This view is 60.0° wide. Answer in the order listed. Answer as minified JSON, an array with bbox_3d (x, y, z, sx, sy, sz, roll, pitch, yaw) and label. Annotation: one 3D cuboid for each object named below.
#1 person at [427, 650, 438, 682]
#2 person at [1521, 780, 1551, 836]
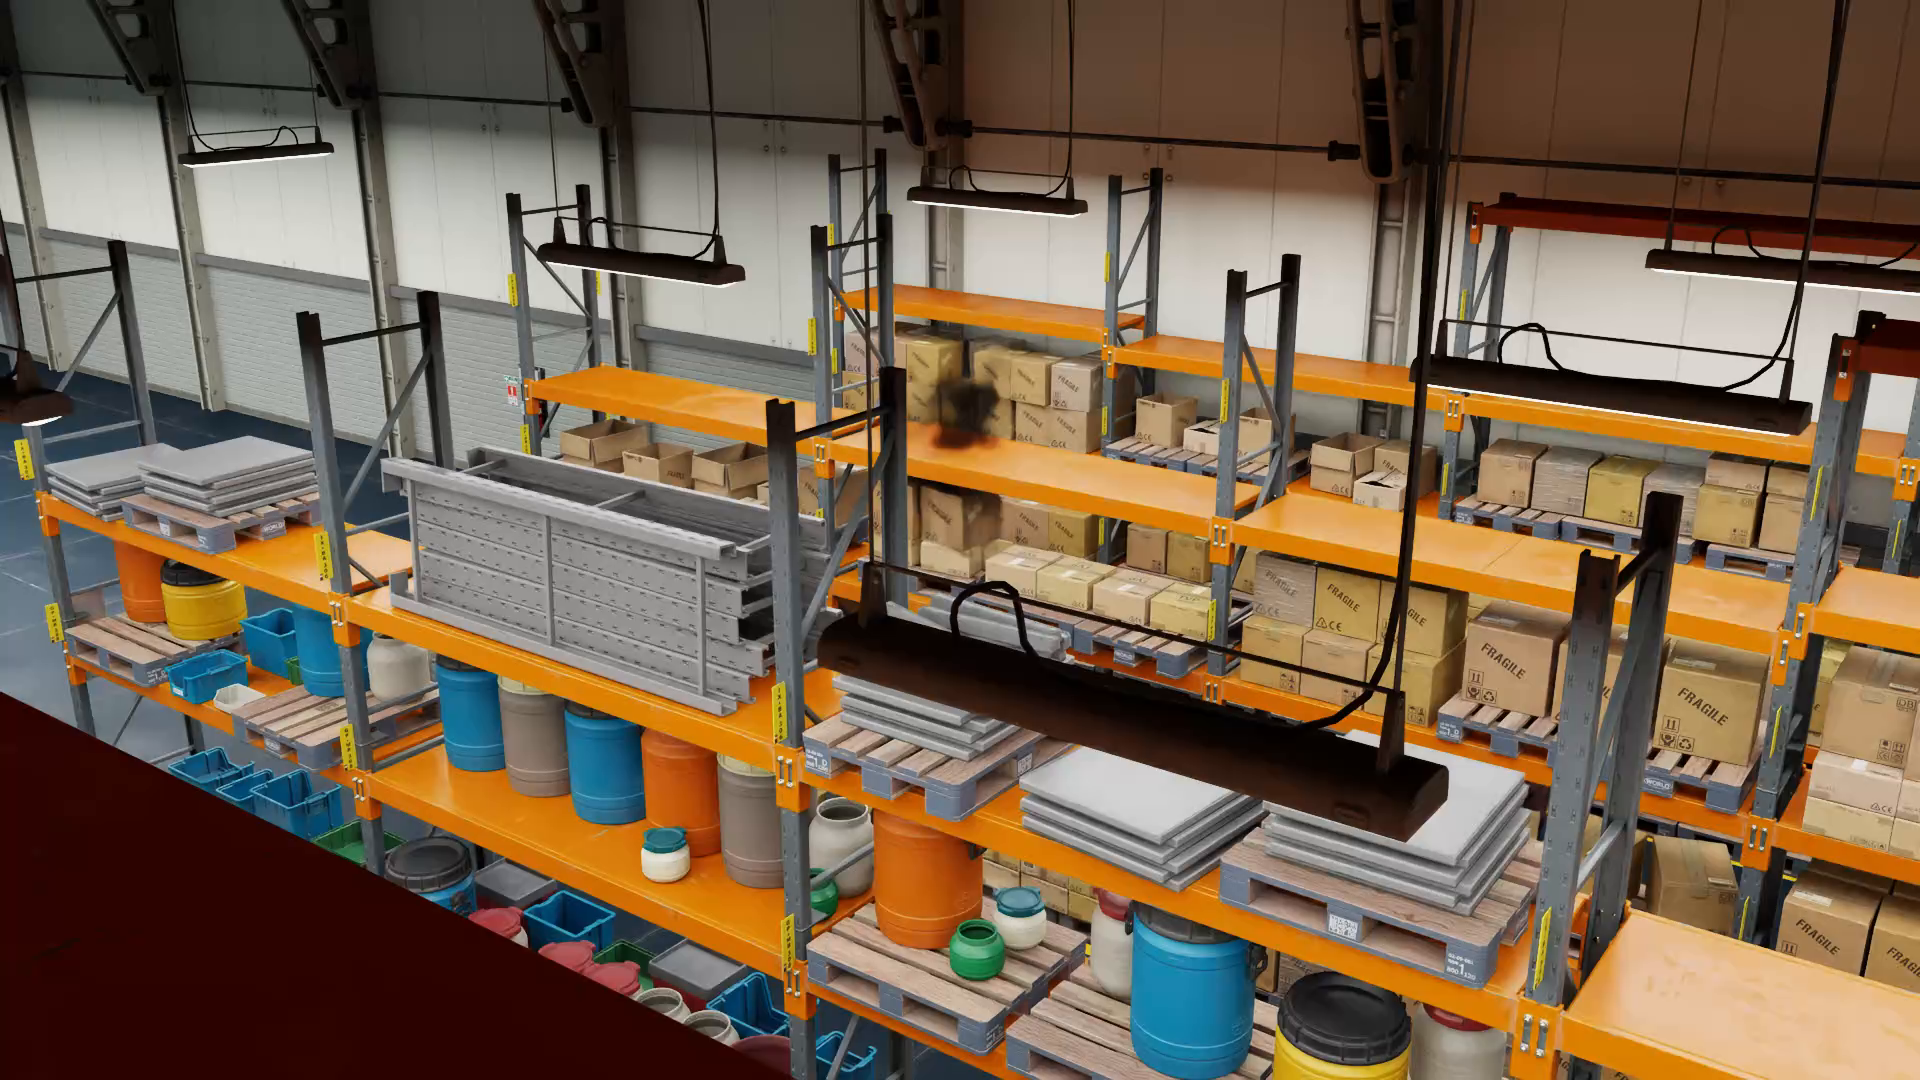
[{"bbox_3d":[-6.000,1.082,19.156,0.727,1.831,0.704,-7,20,-21],"label":"person"},{"bbox_3d":[5.125,2.415,15.157,0.572,1.746,0.722,10,21,29],"label":"person"}]
